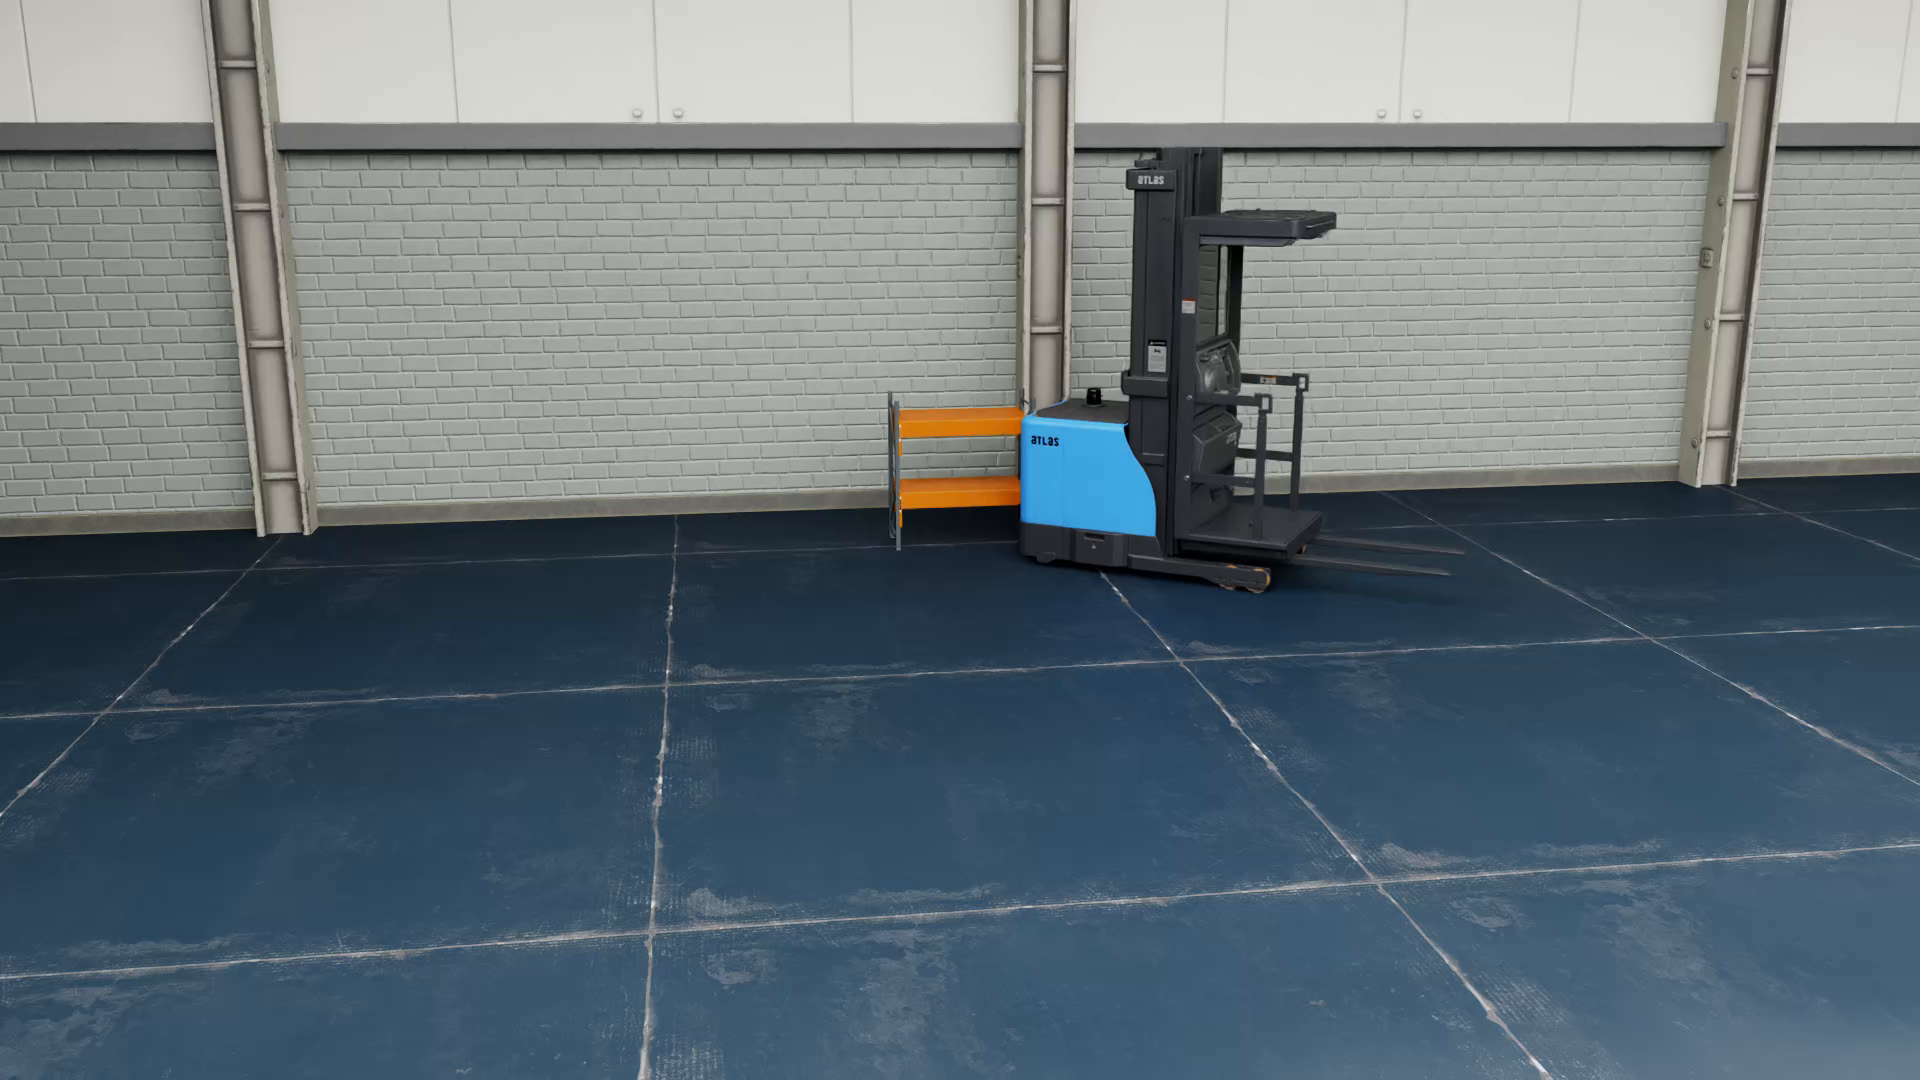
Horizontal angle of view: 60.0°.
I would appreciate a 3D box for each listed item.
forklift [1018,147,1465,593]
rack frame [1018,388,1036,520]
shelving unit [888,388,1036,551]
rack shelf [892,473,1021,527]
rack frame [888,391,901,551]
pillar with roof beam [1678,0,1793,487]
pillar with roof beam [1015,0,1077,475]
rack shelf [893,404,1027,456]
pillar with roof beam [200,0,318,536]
[{"bbox_3d":[1.980,-1.209,11.518,3.031,2.935,1.130,7,16,24],"label":"forklift"},{"bbox_3d":[0.509,-0.564,12.659,0.032,1.125,0.500,-2,14,-8],"label":"rack frame"},{"bbox_3d":[0.007,-0.546,12.586,1.048,1.125,0.538,-2,14,-8],"label":"shelving unit"},{"bbox_3d":[0.007,-0.309,12.645,1.000,0.278,0.538,-2,14,-8],"label":"rack shelf"},{"bbox_3d":[-0.496,-0.527,12.513,0.032,1.125,0.500,-2,14,-8],"label":"rack frame"},{"bbox_3d":[7.254,-3.836,9.517,0.400,9.000,9.100,-2,14,-8],"label":"pillar with roof beam"},{"bbox_3d":[1.321,-3.618,8.650,0.400,9.000,9.100,-2,14,-8],"label":"pillar with roof beam"},{"bbox_3d":[0.007,-0.830,12.515,1.000,0.278,0.538,-2,14,-8],"label":"rack shelf"},{"bbox_3d":[-4.612,-3.401,7.783,0.400,9.000,9.100,-2,14,-8],"label":"pillar with roof beam"}]
